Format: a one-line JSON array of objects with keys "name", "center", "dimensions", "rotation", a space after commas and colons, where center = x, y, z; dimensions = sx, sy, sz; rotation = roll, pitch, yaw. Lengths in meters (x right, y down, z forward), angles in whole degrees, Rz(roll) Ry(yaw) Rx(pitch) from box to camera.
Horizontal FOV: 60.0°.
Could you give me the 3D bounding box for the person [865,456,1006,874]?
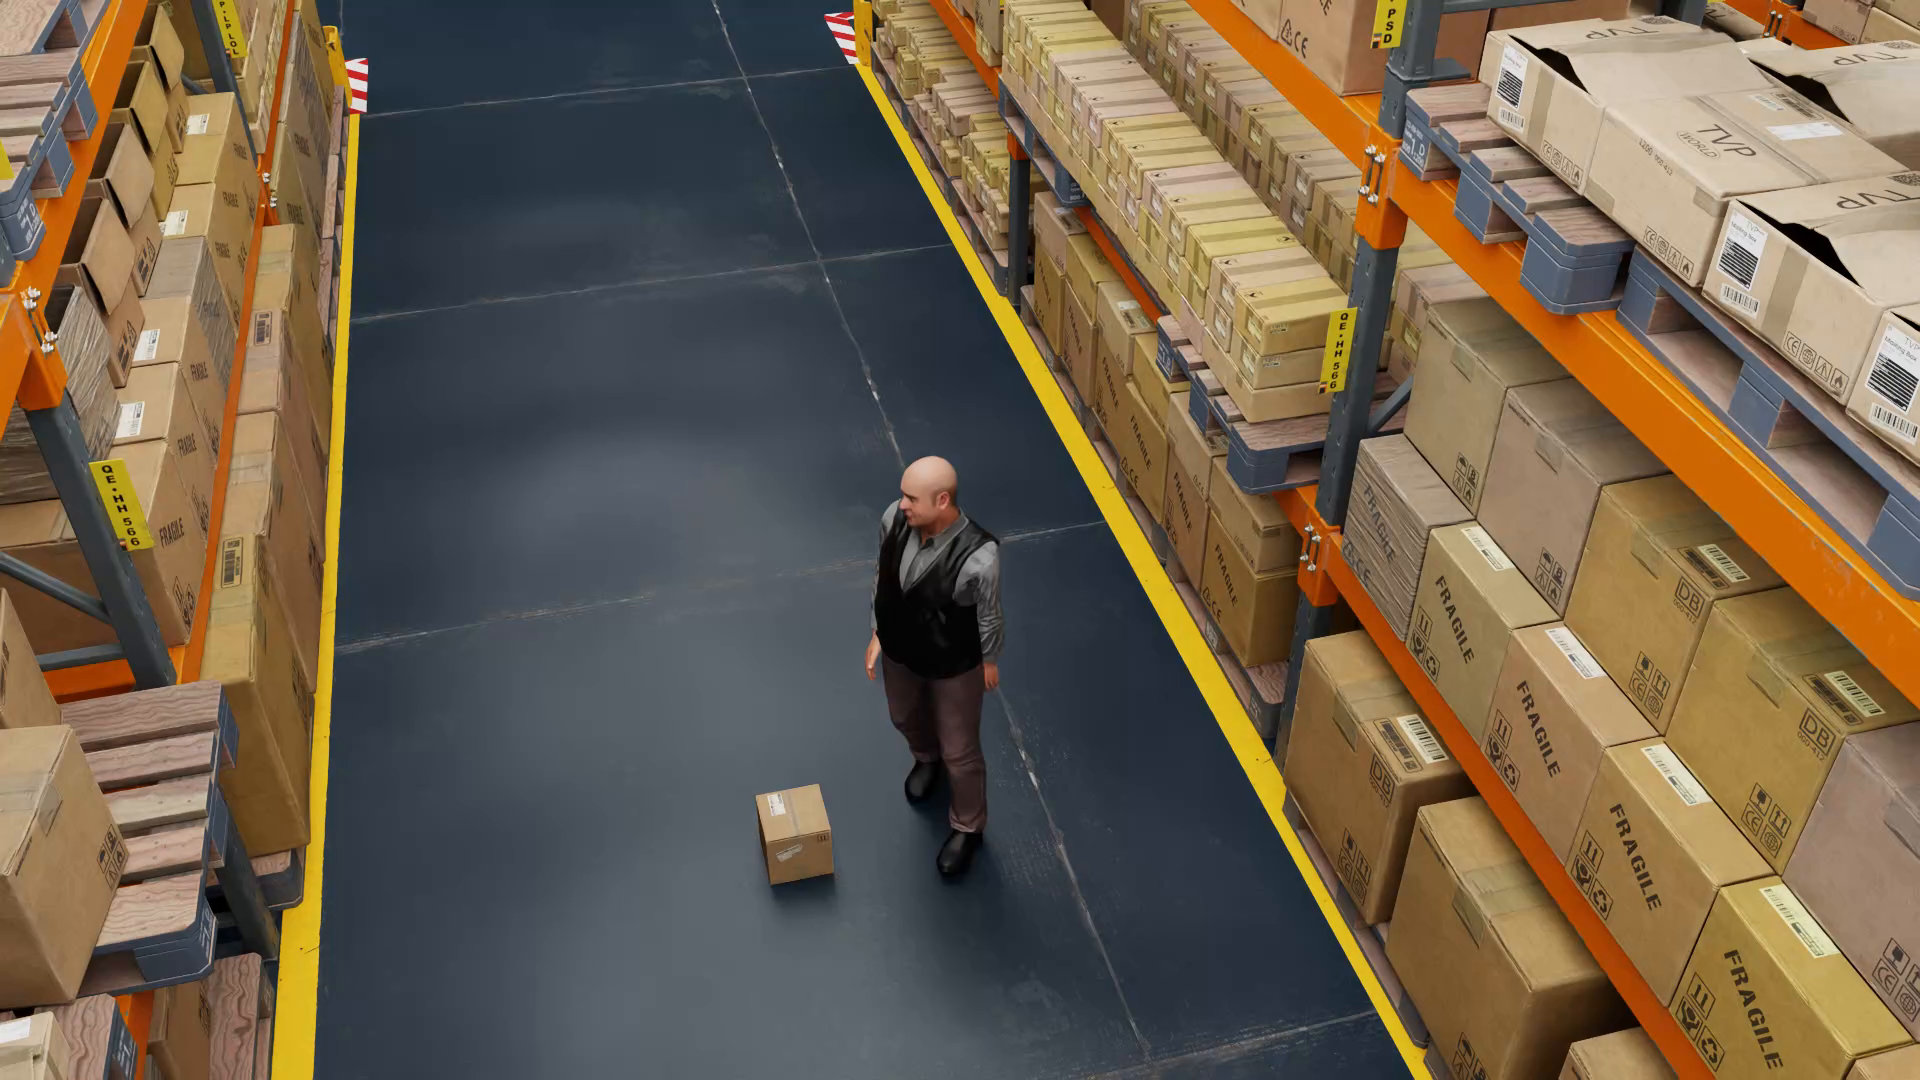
[{"name": "person", "center": [-0.081, 0.420, 6.160], "dimensions": [0.537, 1.721, 0.532], "rotation": [26, 45, 29]}]
